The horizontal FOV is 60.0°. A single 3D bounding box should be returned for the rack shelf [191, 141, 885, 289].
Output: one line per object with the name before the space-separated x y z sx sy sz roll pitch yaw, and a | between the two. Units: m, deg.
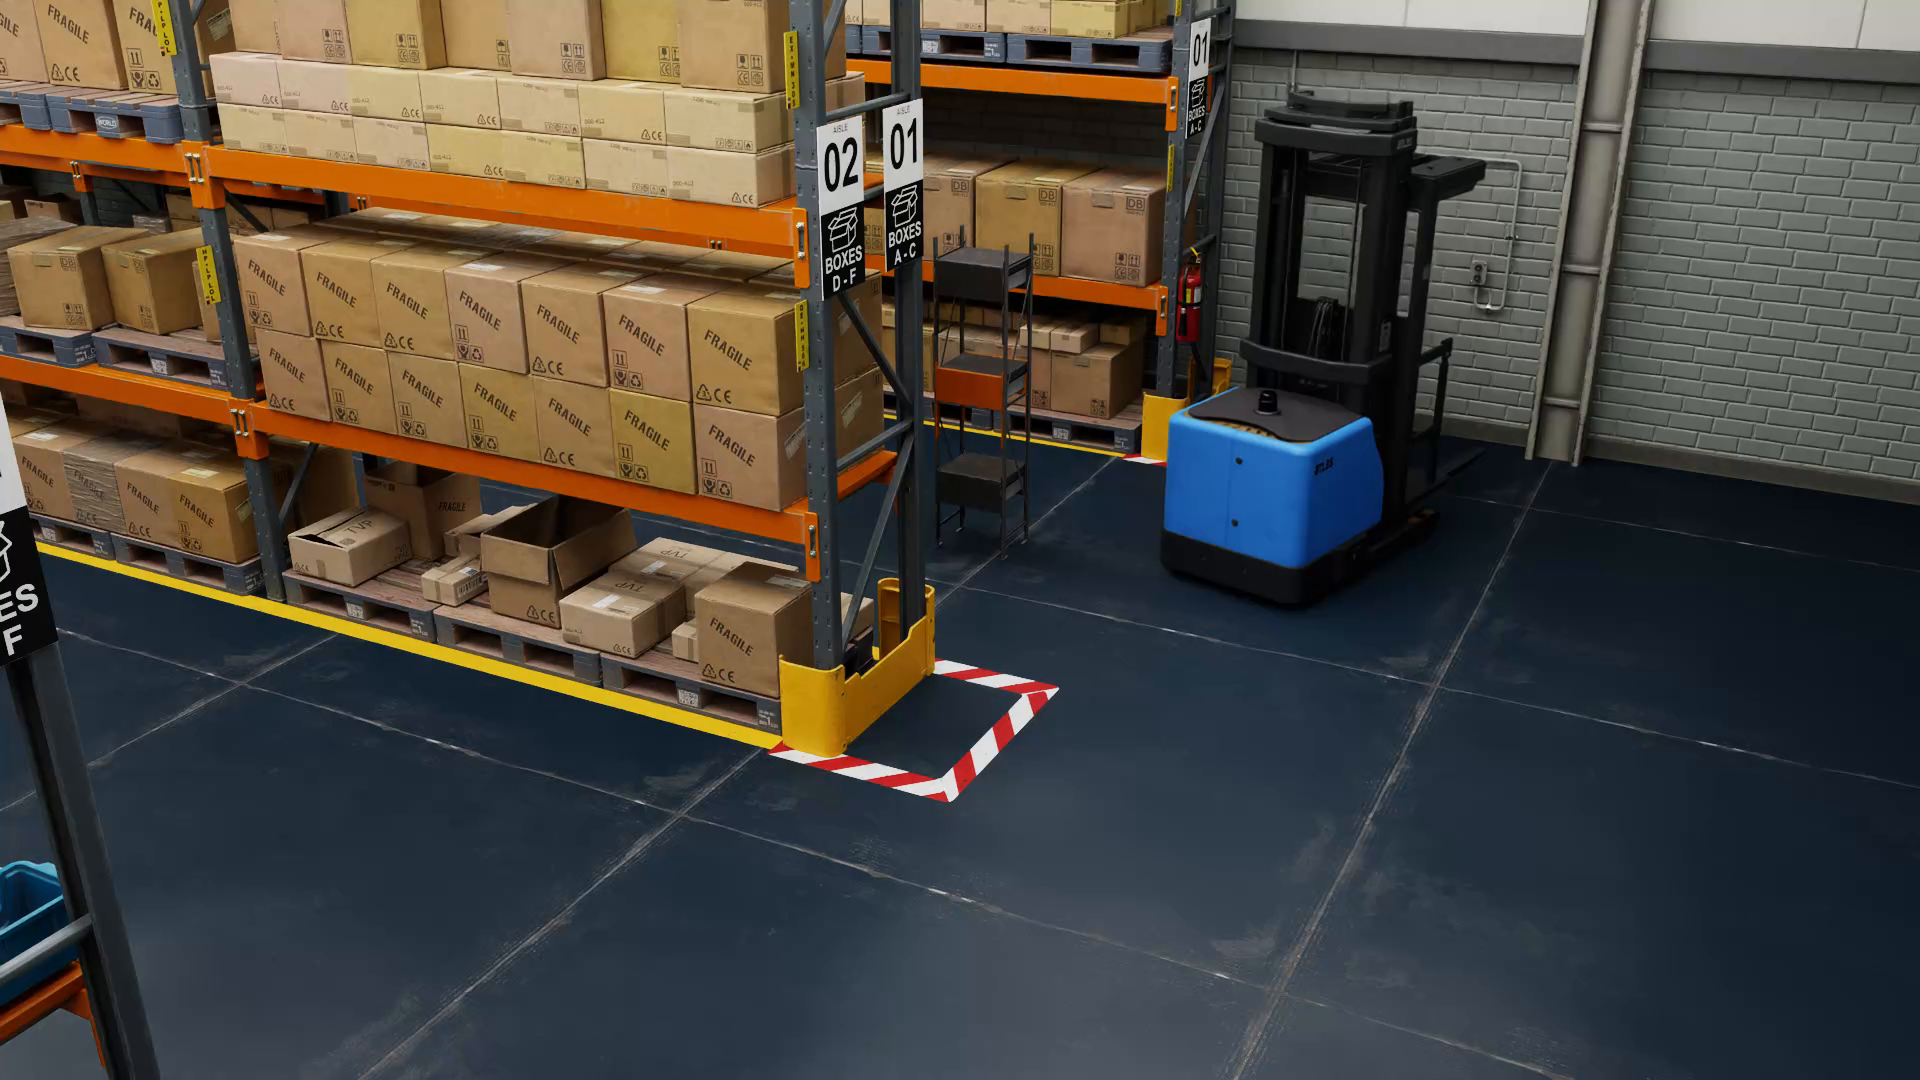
rack shelf | -2.255 -1.868 8.895 4.000 0.370 1.077 11 25 25

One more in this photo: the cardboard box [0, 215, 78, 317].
cardboard box | -6.266 -1.817 11.026 0.500 0.500 0.700 17 28 34

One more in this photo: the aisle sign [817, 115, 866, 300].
aisle sign | -0.547 -1.543 7.722 0.004 0.787 0.394 11 25 25

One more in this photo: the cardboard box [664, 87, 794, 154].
cardboard box | -1.043 -2.008 7.860 0.500 0.250 0.500 11 25 25

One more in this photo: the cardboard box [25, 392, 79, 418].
cardboard box | -6.207 -0.755 11.825 0.500 0.500 0.500 10 25 23

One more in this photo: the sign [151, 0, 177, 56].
sign | -4.287 -2.777 8.949 0.005 0.325 0.100 11 25 25

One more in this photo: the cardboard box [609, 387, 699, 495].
cardboard box | -1.457 -0.586 8.667 0.500 0.500 0.500 11 26 25

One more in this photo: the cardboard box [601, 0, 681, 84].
cardboard box | -1.344 -2.555 8.186 0.500 0.500 0.700 11 25 25

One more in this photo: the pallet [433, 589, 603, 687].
pallet | -2.334 0.448 9.926 1.213 0.211 1.003 11 25 25

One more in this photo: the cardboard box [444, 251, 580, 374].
cardboard box | -2.365 -1.223 8.889 0.500 0.500 0.500 12 26 26

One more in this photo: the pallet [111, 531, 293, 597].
pallet | -4.782 -0.019 11.024 1.213 0.211 1.003 11 25 25

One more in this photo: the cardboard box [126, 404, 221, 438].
cardboard box | -5.254 -0.916 11.244 0.500 0.250 0.500 11 26 25

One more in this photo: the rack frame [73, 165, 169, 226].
rack frame | -8.947 -4.315 17.563 0.127 3.000 1.000 11 25 25

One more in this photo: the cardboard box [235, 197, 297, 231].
cardboard box | -6.985 -3.326 16.913 0.500 0.250 0.500 11 25 24

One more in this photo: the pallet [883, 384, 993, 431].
pallet | -0.072 -1.242 13.902 1.213 0.211 1.003 11 25 25

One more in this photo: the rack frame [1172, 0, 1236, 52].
rack frame | 1.762 -4.957 11.407 0.127 3.000 1.000 11 25 25

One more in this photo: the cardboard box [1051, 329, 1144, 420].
cardboard box | 1.092 -1.328 13.196 0.500 0.500 0.700 11 25 25

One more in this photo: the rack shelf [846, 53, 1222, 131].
rack shelf | -0.023 -3.598 12.965 4.000 0.370 1.077 11 25 25

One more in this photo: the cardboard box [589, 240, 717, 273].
cardboard box | -1.661 -1.322 9.119 0.500 0.500 0.500 12 26 25

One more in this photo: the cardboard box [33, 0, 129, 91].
cardboard box | -5.062 -3.062 9.992 0.600 0.600 0.600 11 25 24

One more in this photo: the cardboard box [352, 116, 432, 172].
cardboard box | -2.827 -2.132 8.789 0.500 0.250 0.500 11 25 25

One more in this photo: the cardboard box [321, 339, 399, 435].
cardboard box | -3.249 -0.943 9.507 0.500 0.500 0.500 12 26 25

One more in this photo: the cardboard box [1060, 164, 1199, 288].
cardboard box | 1.302 -2.421 12.726 0.700 0.700 0.980 12 26 27

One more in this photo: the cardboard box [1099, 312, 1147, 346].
cardboard box | 1.294 -1.674 13.182 0.250 0.149 0.380 11 26 25

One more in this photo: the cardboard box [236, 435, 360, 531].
cardboard box | -4.361 -0.394 10.976 0.500 0.500 0.500 10 25 22

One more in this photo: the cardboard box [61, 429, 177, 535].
cardboard box | -5.494 -0.390 10.965 0.500 0.500 0.500 12 26 25

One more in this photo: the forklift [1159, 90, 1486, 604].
forklift | 2.635 -1.455 10.925 1.130 2.935 3.031 19 29 37

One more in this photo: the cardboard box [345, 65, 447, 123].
cardboard box | -2.830 -2.360 8.687 0.500 0.250 0.500 11 25 25

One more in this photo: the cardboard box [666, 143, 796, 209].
cardboard box | -1.047 -1.775 7.950 0.500 0.250 0.500 11 25 25

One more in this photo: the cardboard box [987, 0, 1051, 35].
cardboard box | 0.524 -3.875 12.223 0.500 0.250 0.500 10 25 23

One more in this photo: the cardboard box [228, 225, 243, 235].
cardboard box | -7.362 -3.065 17.256 0.500 0.500 0.700 12 26 25

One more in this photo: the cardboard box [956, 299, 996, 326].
cardboard box | 0.162 -1.897 13.707 0.250 0.149 0.380 11 26 25

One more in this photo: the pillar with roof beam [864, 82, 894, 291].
pillar with roof beam | -2.735 -4.338 9.952 0.400 9.000 9.100 11 25 25

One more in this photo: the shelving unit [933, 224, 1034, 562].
shelving unit | 0.148 -0.937 10.770 0.503 2.100 0.431 11 25 25

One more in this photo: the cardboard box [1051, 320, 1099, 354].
cardboard box | 0.895 -1.585 12.973 0.250 0.149 0.380 11 25 24

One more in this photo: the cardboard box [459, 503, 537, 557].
cardboard box | -2.734 -0.003 10.297 0.500 0.311 0.500 11 25 25

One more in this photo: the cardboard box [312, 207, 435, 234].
cardboard box | -3.471 -1.679 9.959 0.500 0.500 0.500 11 26 25

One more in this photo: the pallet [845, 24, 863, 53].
pallet | -1.082 -4.094 13.324 1.213 0.211 1.003 11 25 25

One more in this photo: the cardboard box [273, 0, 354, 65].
cardboard box | -3.206 -2.848 8.875 0.500 0.500 0.700 11 25 25

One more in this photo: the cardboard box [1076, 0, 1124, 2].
cardboard box | 0.986 -4.126 11.854 0.500 0.500 0.500 11 25 24

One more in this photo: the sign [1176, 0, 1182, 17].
sign | 1.505 -3.760 11.396 0.005 0.325 0.100 11 25 25

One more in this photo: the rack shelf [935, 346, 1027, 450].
rack shelf | 0.148 -0.924 10.776 0.480 0.518 0.431 11 25 25

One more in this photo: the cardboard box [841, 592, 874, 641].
cardboard box | -0.688 0.450 9.439 0.250 0.149 0.380 11 25 25

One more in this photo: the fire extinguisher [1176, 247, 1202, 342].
fire extinguisher | 1.688 -1.801 12.227 0.183 0.674 0.296 11 25 25

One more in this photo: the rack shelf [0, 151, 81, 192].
rack shelf | -10.732 -4.337 18.535 4.000 0.370 1.077 11 25 25

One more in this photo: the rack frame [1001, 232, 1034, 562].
rack frame | 0.365 -0.894 10.669 0.015 2.100 0.400 11 25 25

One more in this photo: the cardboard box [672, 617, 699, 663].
cardboard box | -1.387 0.523 9.245 0.250 0.166 0.380 11 25 25
